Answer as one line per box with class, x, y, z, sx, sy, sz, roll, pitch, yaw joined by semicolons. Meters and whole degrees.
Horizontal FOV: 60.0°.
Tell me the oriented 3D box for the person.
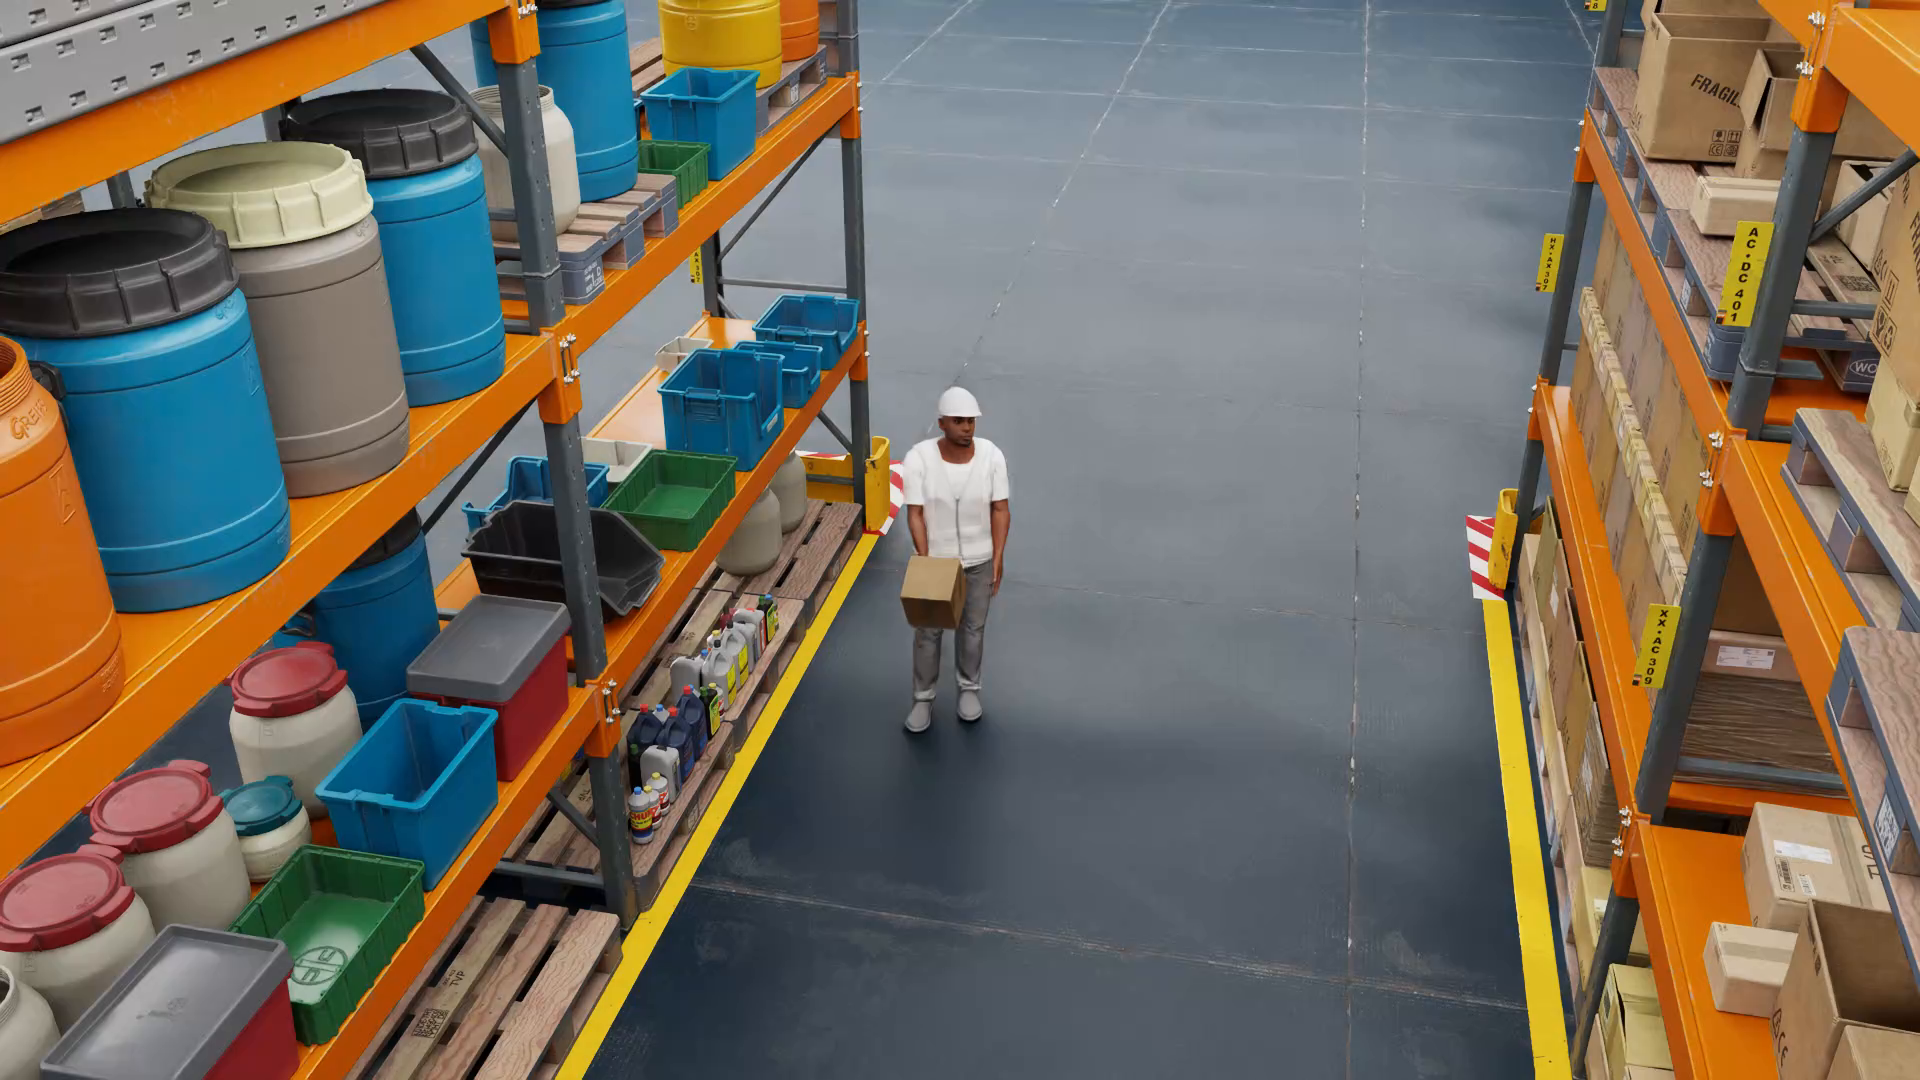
person;-0.028;0.106;8.392;0.589;1.773;0.528;-6;29;-10
